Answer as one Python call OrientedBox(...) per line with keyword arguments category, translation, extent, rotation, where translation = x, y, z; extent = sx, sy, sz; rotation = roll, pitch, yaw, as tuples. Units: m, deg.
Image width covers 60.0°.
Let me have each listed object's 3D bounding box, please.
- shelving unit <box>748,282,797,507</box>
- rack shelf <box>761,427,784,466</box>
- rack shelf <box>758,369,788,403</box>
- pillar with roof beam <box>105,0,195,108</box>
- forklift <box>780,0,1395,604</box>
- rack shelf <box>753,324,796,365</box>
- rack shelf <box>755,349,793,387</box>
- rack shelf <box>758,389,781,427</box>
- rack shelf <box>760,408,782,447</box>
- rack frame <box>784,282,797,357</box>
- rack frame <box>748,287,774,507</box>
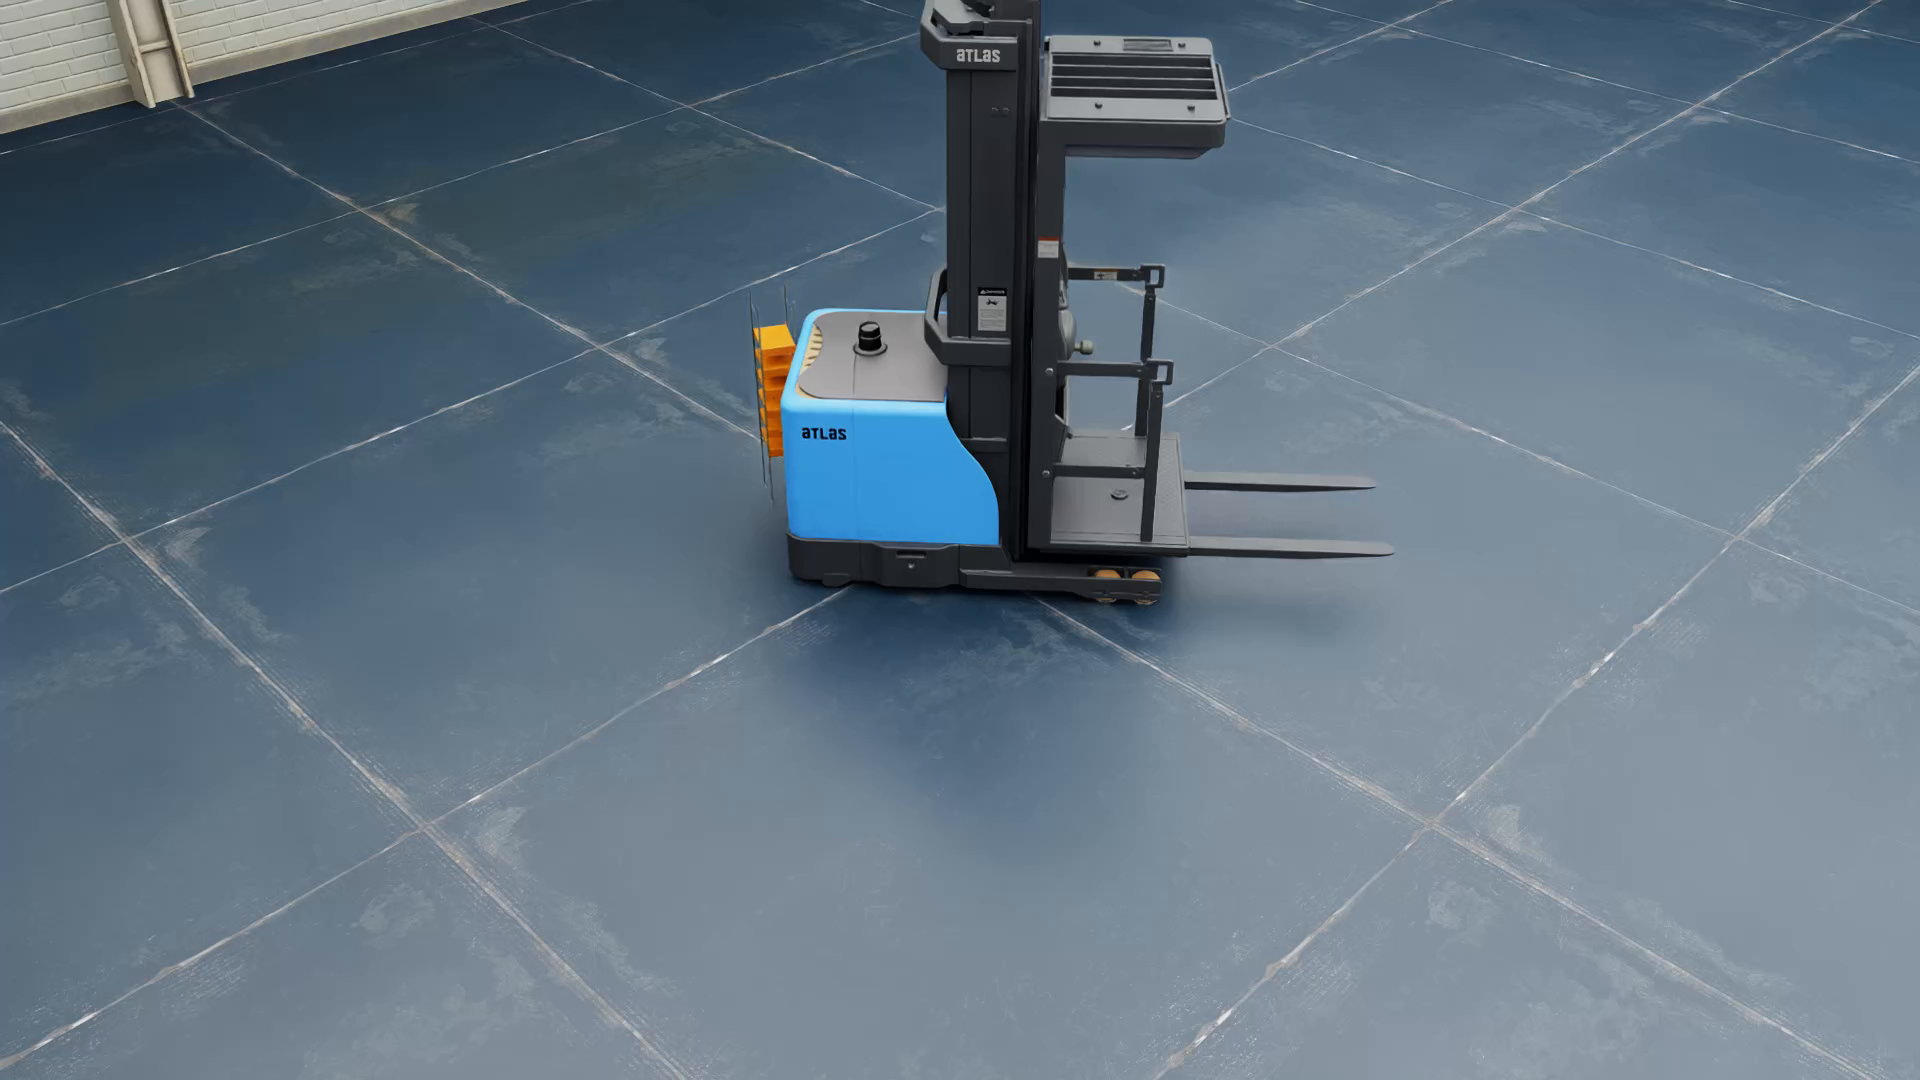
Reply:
OrientedBox(category="shelving unit", translation=(-0.957, -0.750, 8.768), extent=(0.189, 1.200, 0.258), rotation=(-10, 36, -14))
OrientedBox(category="rack shelf", translation=(-0.957, -0.517, 8.930), extent=(0.180, 0.103, 0.258), rotation=(-10, 36, -14))
OrientedBox(category="rack shelf", translation=(-0.957, -0.812, 8.724), extent=(0.180, 0.103, 0.258), rotation=(-10, 36, -14))
OrientedBox(category="pillar with roof beam", translation=(-3.704, -5.715, 9.068), extent=(9.100, 9.000, 0.400), rotation=(30, 45, 35))
OrientedBox(category="forklift", translation=(0.672, -1.197, 7.895), extent=(3.031, 2.935, 1.130), rotation=(2, 35, 3))
OrientedBox(category="rack shelf", translation=(-0.957, -1.009, 8.587), extent=(0.180, 0.103, 0.258), rotation=(-10, 36, -14))
OrientedBox(category="rack shelf", translation=(-0.957, -0.911, 8.656), extent=(0.180, 0.103, 0.258), rotation=(-10, 36, -14))
OrientedBox(category="rack shelf", translation=(-0.957, -0.714, 8.793), extent=(0.180, 0.103, 0.258), rotation=(-10, 36, -14))
OrientedBox(category="rack shelf", translation=(-0.957, -0.615, 8.862), extent=(0.180, 0.103, 0.258), rotation=(-10, 36, -14))
OrientedBox(category="rack frame", translation=(-0.869, -0.765, 8.789), extent=(0.006, 1.200, 0.240), rotation=(-10, 36, -14))
OrientedBox(category="rack frame", translation=(-1.045, -0.735, 8.746), extent=(0.006, 1.200, 0.240), rotation=(-10, 36, -14))
